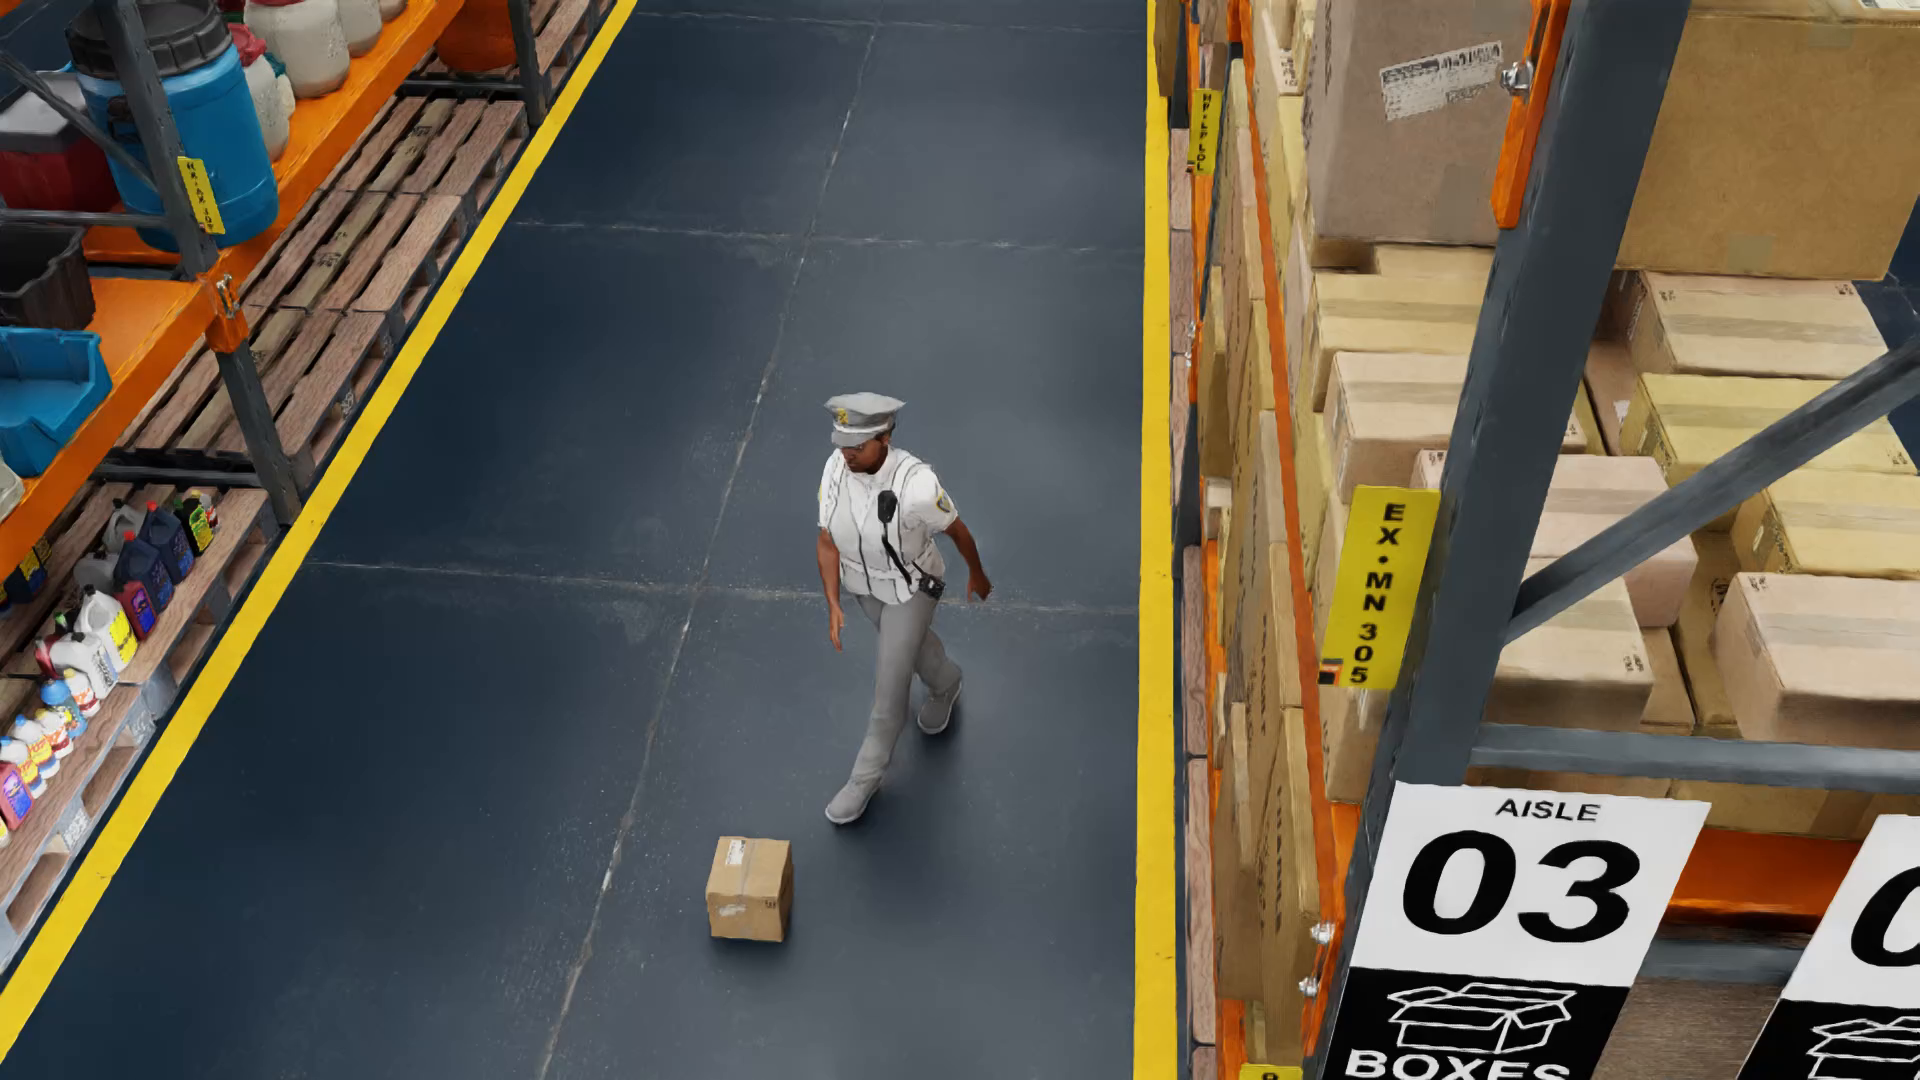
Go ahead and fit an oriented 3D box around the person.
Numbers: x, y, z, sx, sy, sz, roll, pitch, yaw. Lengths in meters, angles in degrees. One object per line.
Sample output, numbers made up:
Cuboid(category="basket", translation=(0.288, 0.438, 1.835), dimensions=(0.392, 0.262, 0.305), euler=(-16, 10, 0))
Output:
Cuboid(category="person", translation=(-0.274, 0.192, 5.908), dimensions=(0.507, 1.632, 0.866), euler=(25, 46, 26))
